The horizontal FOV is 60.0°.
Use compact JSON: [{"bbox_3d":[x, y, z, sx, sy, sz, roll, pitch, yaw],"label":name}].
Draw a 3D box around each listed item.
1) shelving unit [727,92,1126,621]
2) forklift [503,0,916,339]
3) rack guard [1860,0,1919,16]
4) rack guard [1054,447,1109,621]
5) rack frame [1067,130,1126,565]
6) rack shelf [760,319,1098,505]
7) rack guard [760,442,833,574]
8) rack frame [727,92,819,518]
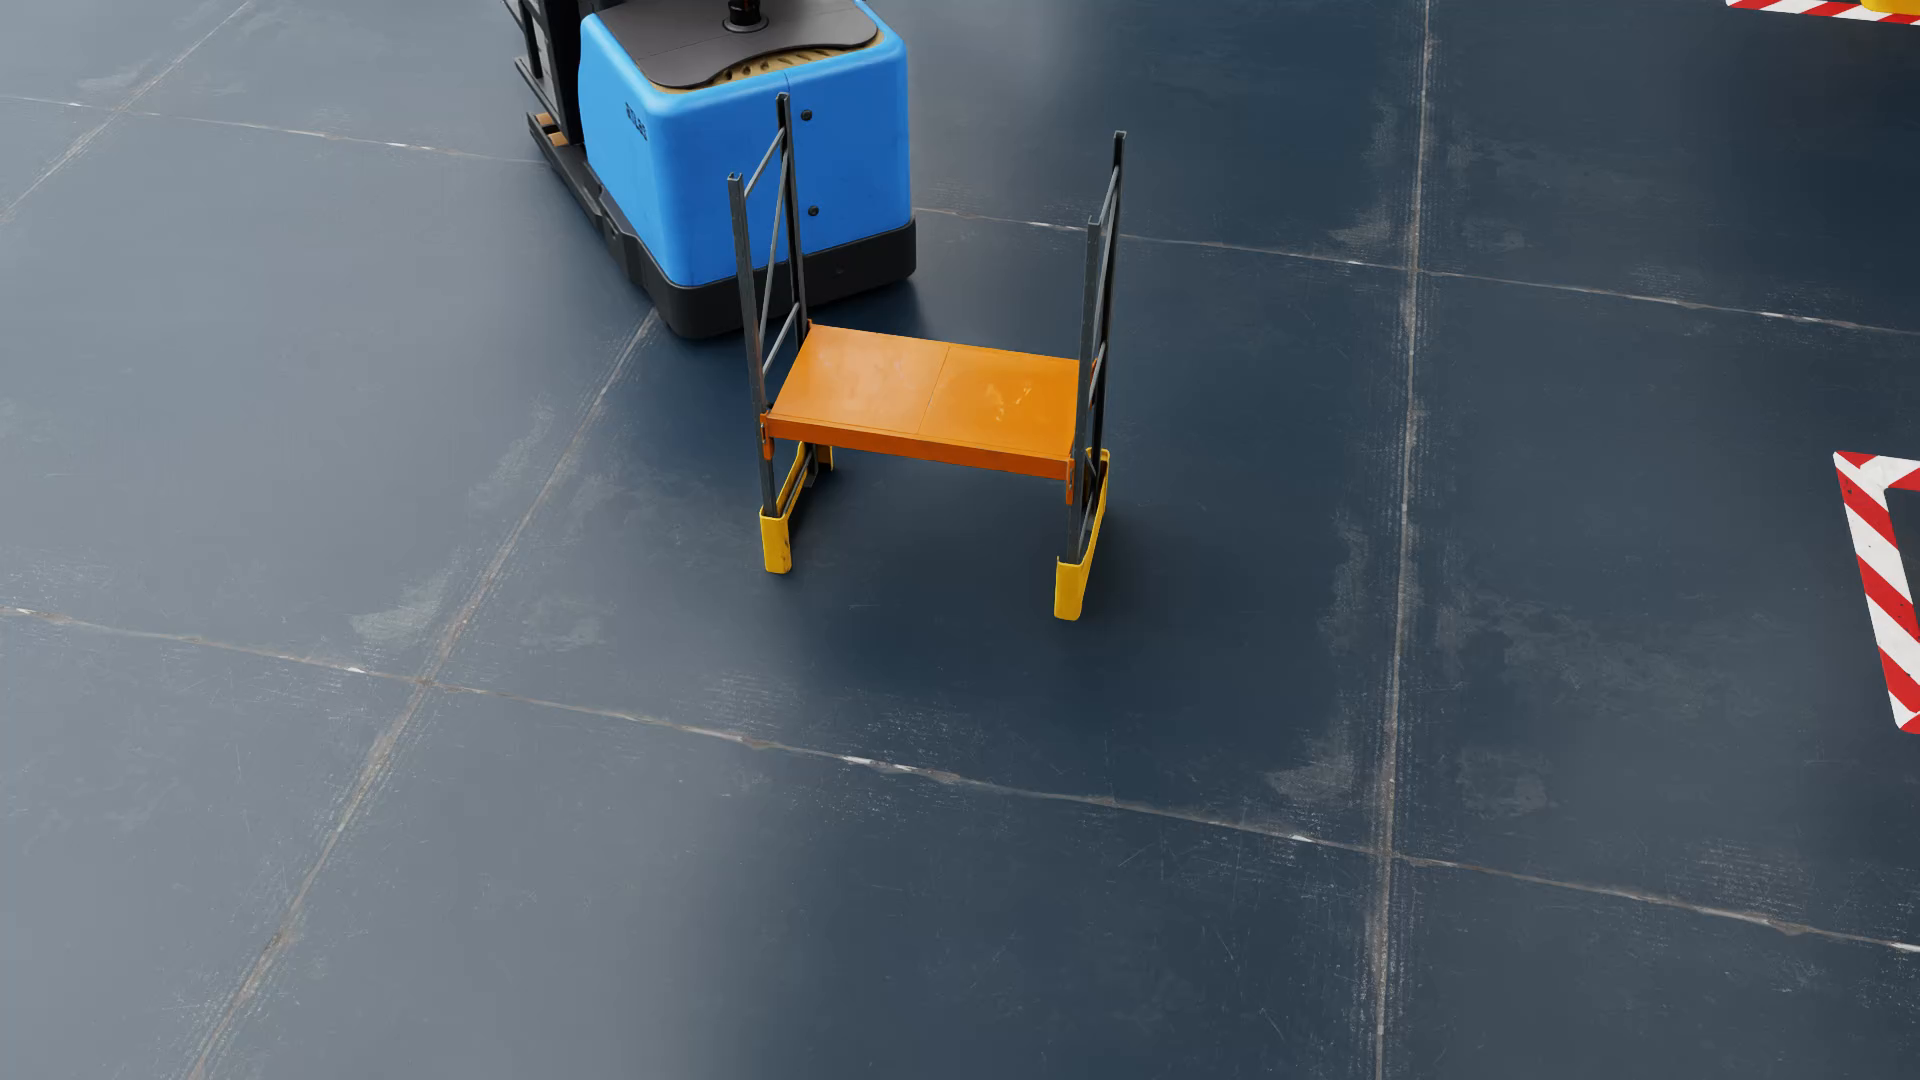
[{"bbox_3d":[-0.074,-0.552,5.242,1.083,1.500,0.587,9,45,9],"label":"shelving unit"},{"bbox_3d":[-1.311,-2.854,6.602,1.130,2.935,3.031,-20,47,-20],"label":"forklift"},{"bbox_3d":[4.969,-3.284,8.802,0.348,0.500,1.175,9,45,9],"label":"rack guard"},{"bbox_3d":[0.412,-0.026,5.597,0.087,0.250,0.587,9,45,9],"label":"rack guard"},{"bbox_3d":[0.413,-0.476,5.163,0.032,1.500,0.500,9,45,9],"label":"rack frame"},{"bbox_3d":[-0.083,-0.424,5.368,1.000,0.185,0.538,9,45,9],"label":"rack shelf"},{"bbox_3d":[-0.560,-0.177,5.754,0.087,0.250,0.587,9,45,9],"label":"rack guard"},{"bbox_3d":[-0.579,-0.630,5.323,0.032,1.500,0.500,9,45,9],"label":"rack frame"}]
